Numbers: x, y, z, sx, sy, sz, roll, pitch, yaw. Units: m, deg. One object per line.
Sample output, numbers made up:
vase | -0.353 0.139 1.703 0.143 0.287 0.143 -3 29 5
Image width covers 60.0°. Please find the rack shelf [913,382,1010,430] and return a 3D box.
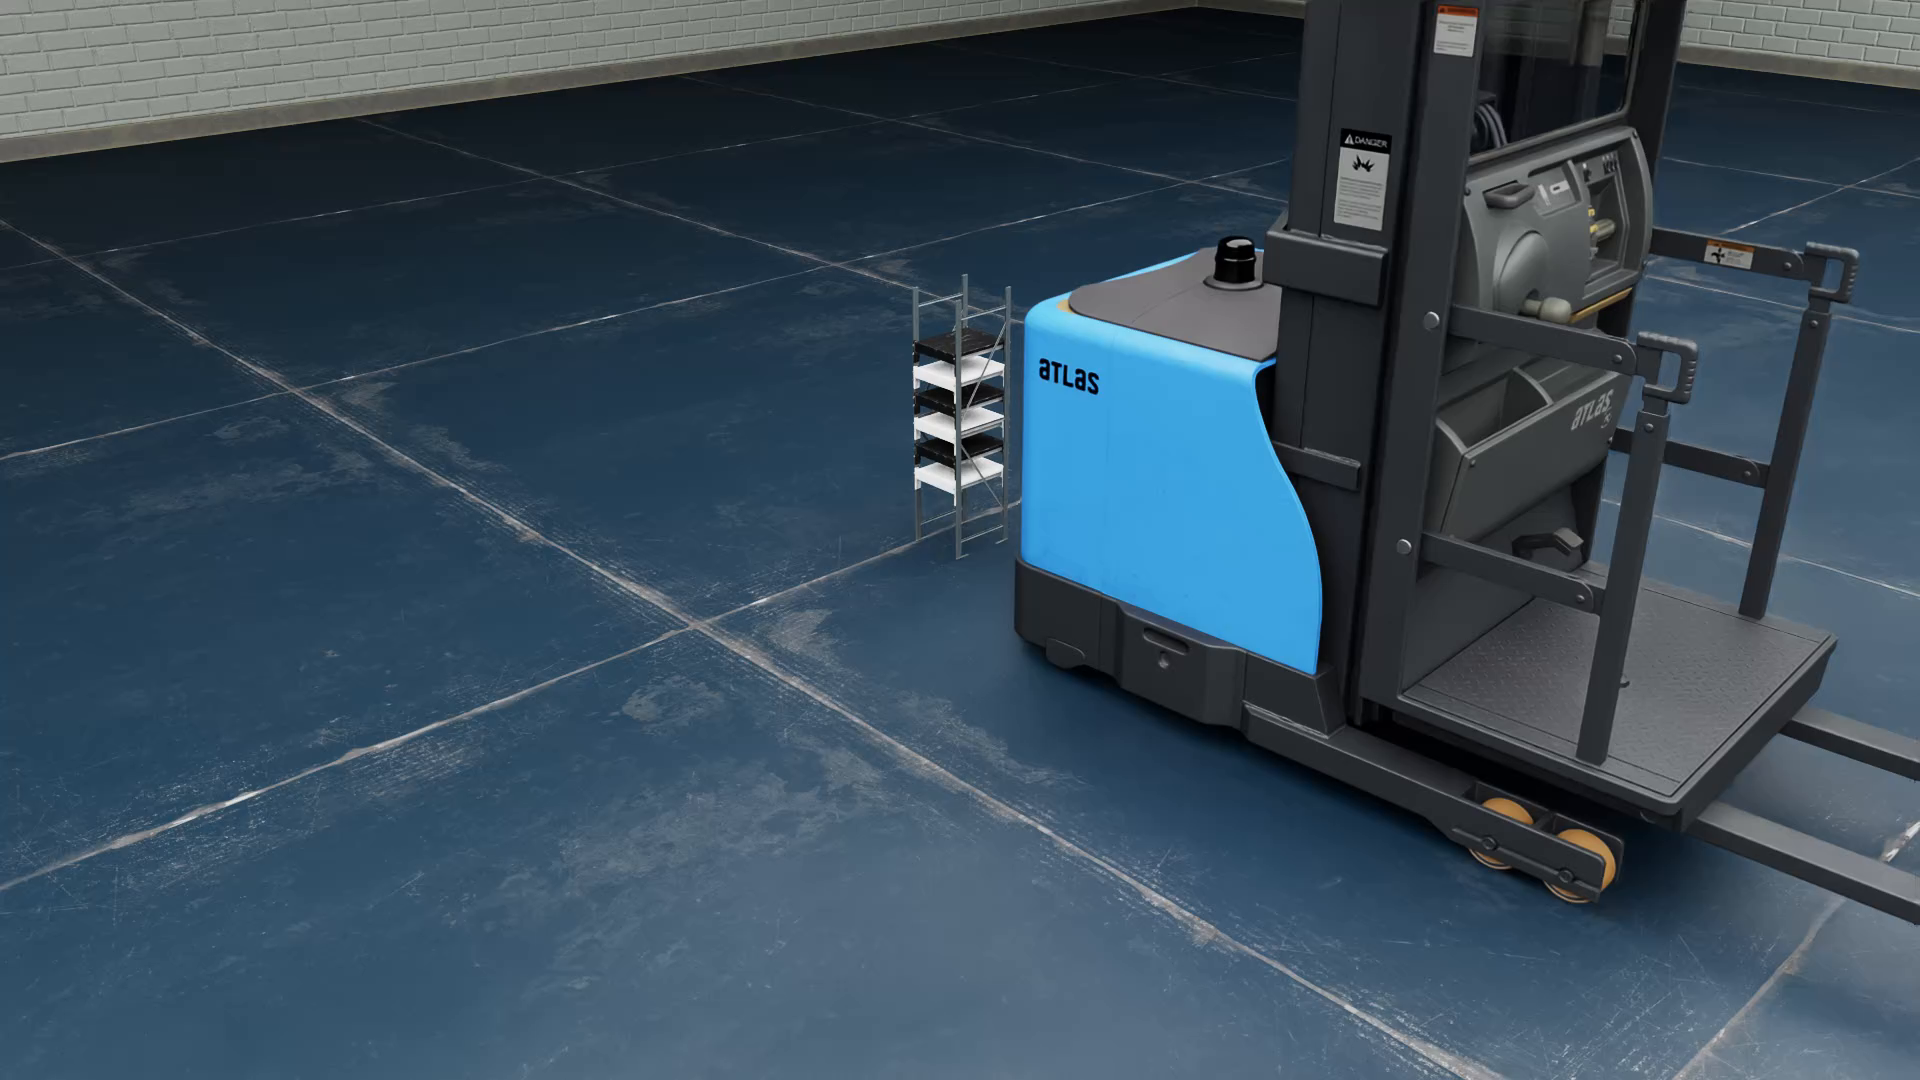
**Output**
rack shelf | 0.006 -0.459 5.534 0.258 0.077 0.200 -21 32 -38

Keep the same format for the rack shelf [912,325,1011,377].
rack shelf | 0.006 -0.622 5.460 0.258 0.077 0.200 -21 32 -38

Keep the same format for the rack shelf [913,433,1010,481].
rack shelf | 0.006 -0.295 5.609 0.258 0.077 0.200 -21 32 -38

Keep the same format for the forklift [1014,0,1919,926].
forklift | 1.581 -0.730 3.820 3.031 2.935 1.130 21 32 39

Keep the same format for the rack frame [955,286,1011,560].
rack frame | 0.075 -0.376 5.490 0.240 0.900 0.006 -21 32 -38

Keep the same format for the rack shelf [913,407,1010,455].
rack shelf | 0.006 -0.377 5.572 0.258 0.077 0.200 -21 32 -38

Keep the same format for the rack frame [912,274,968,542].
rack frame | -0.064 -0.438 5.625 0.240 0.900 0.006 -21 32 -38

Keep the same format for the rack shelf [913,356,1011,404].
rack shelf | 0.006 -0.540 5.497 0.258 0.077 0.200 -21 32 -38

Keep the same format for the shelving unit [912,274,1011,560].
shelving unit | 0.006 -0.407 5.558 0.258 0.900 0.210 -21 32 -38

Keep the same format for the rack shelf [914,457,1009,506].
rack shelf | 0.006 -0.213 5.646 0.258 0.077 0.200 -21 32 -38
